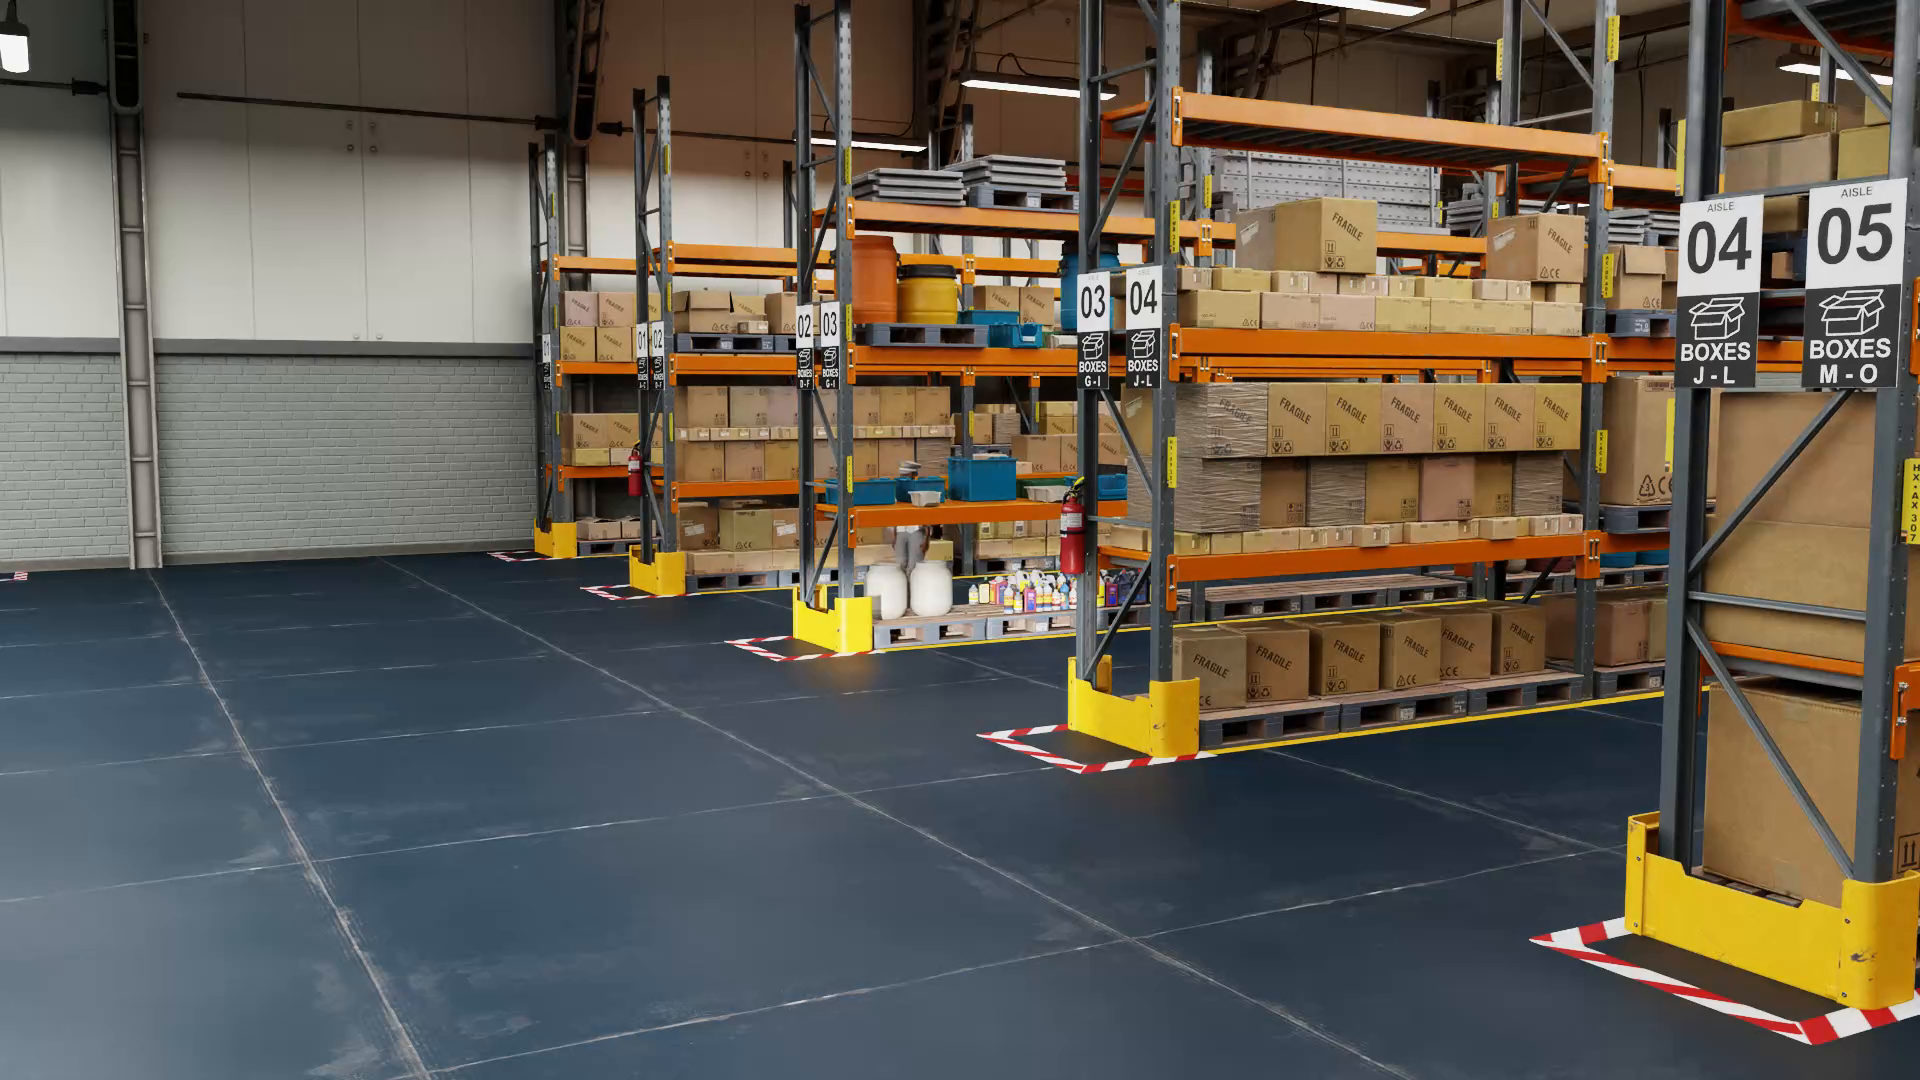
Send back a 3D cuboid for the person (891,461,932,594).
[{"bbox_3d":[-0.541,-0.017,17.697,0.522,1.658,0.427,4,7,39],"label":"person"}]
